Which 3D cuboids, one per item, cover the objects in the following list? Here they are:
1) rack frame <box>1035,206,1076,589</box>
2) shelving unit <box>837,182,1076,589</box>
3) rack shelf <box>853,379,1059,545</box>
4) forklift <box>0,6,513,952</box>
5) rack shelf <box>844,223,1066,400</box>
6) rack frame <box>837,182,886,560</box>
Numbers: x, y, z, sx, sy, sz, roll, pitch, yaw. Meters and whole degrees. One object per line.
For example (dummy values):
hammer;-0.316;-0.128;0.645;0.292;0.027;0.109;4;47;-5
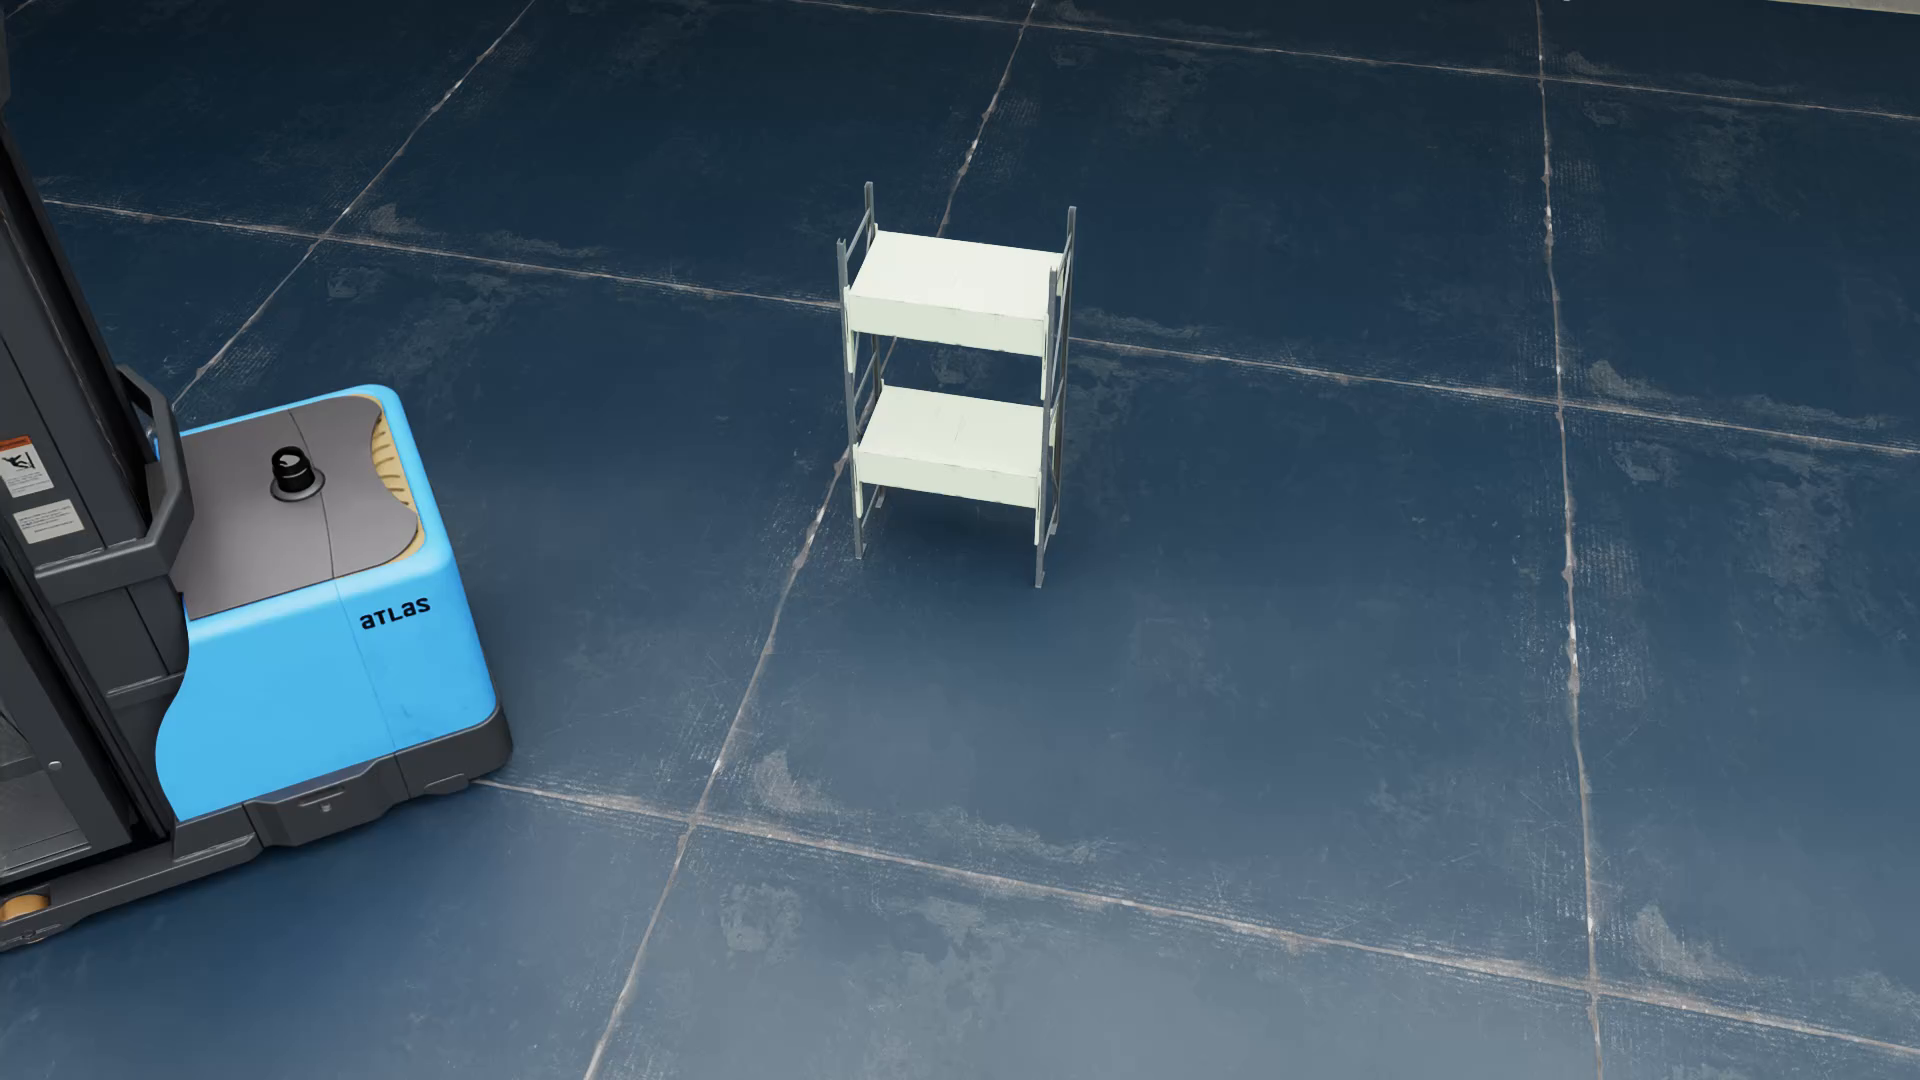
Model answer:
rack frame;0.351;-0.486;6.173;0.023;1.500;0.400;9;45;9
shelving unit;-0.007;-0.541;6.231;0.755;1.500;0.431;9;45;9
rack shelf;-0.007;-0.306;6.457;0.720;0.370;0.431;9;45;9
forklift;-3.140;-0.113;4.753;3.031;2.935;1.130;-18;47;-18
rack shelf;-0.007;-0.823;5.960;0.720;0.370;0.431;9;45;9
rack frame;-0.364;-0.597;6.289;0.023;1.500;0.400;9;45;9
